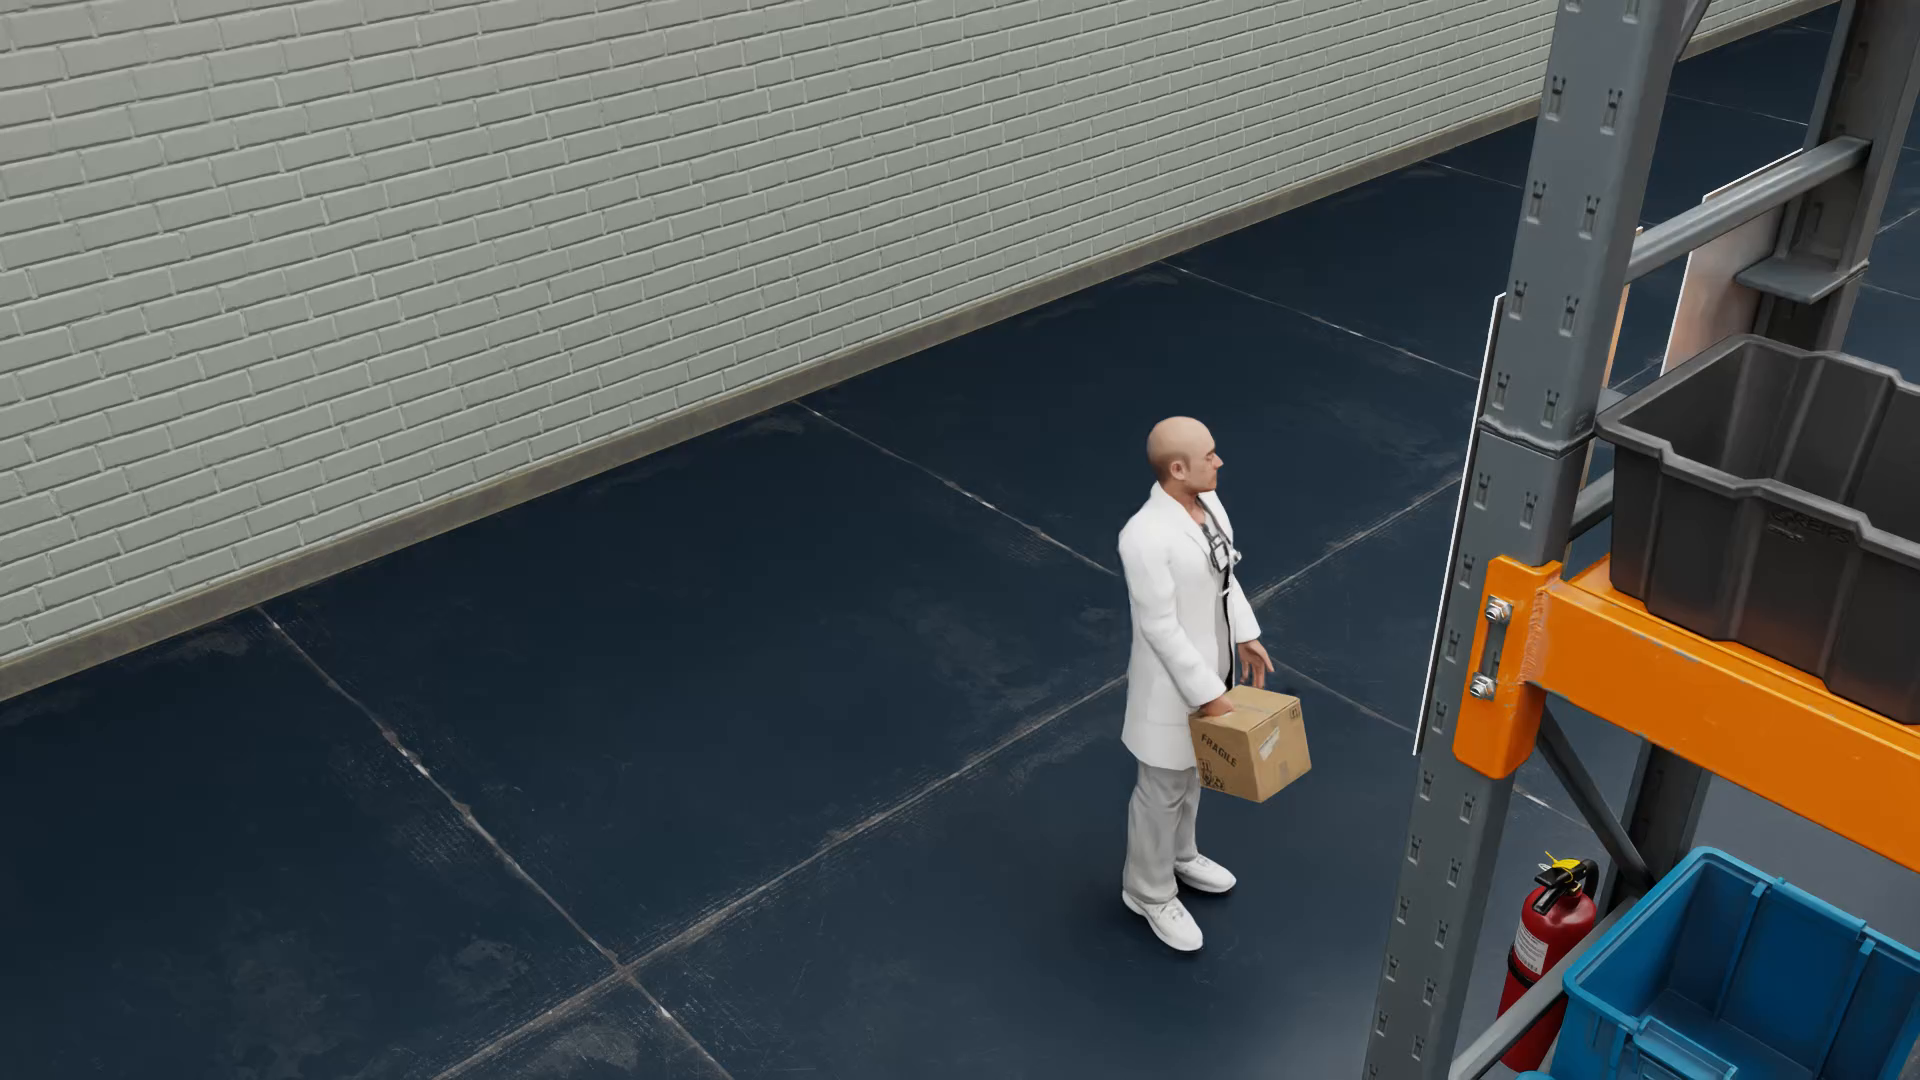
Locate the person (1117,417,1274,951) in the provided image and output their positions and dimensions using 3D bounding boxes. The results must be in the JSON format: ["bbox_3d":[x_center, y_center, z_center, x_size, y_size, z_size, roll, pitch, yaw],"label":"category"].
[{"bbox_3d":[0.758,0.450,5.394,0.469,1.784,0.606,16,35,25],"label":"person"}]
